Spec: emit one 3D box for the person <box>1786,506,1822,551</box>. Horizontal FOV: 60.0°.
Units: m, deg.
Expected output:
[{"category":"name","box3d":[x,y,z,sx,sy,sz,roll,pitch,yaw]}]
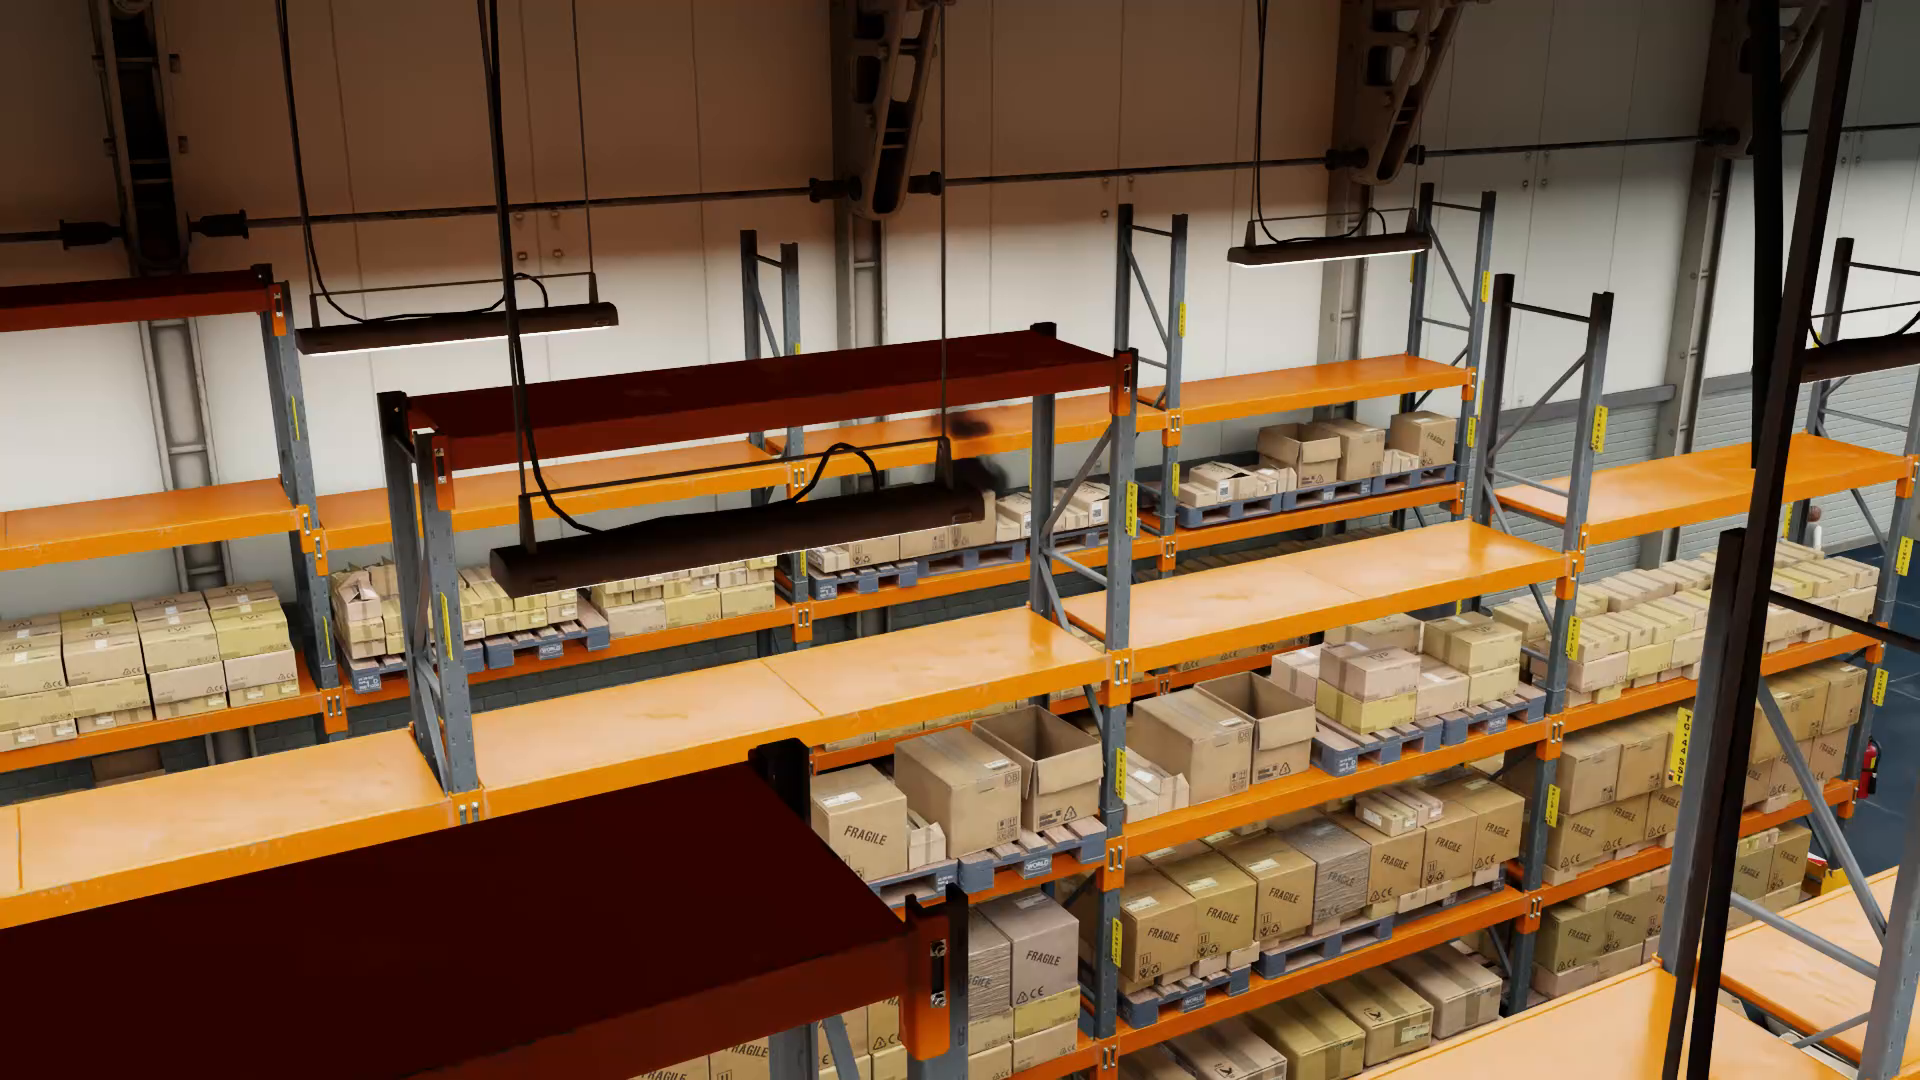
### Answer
[{"category":"person","box3d":[11.209,0.306,22.151,0.535,1.560,0.554,-9,20,-25]}]
